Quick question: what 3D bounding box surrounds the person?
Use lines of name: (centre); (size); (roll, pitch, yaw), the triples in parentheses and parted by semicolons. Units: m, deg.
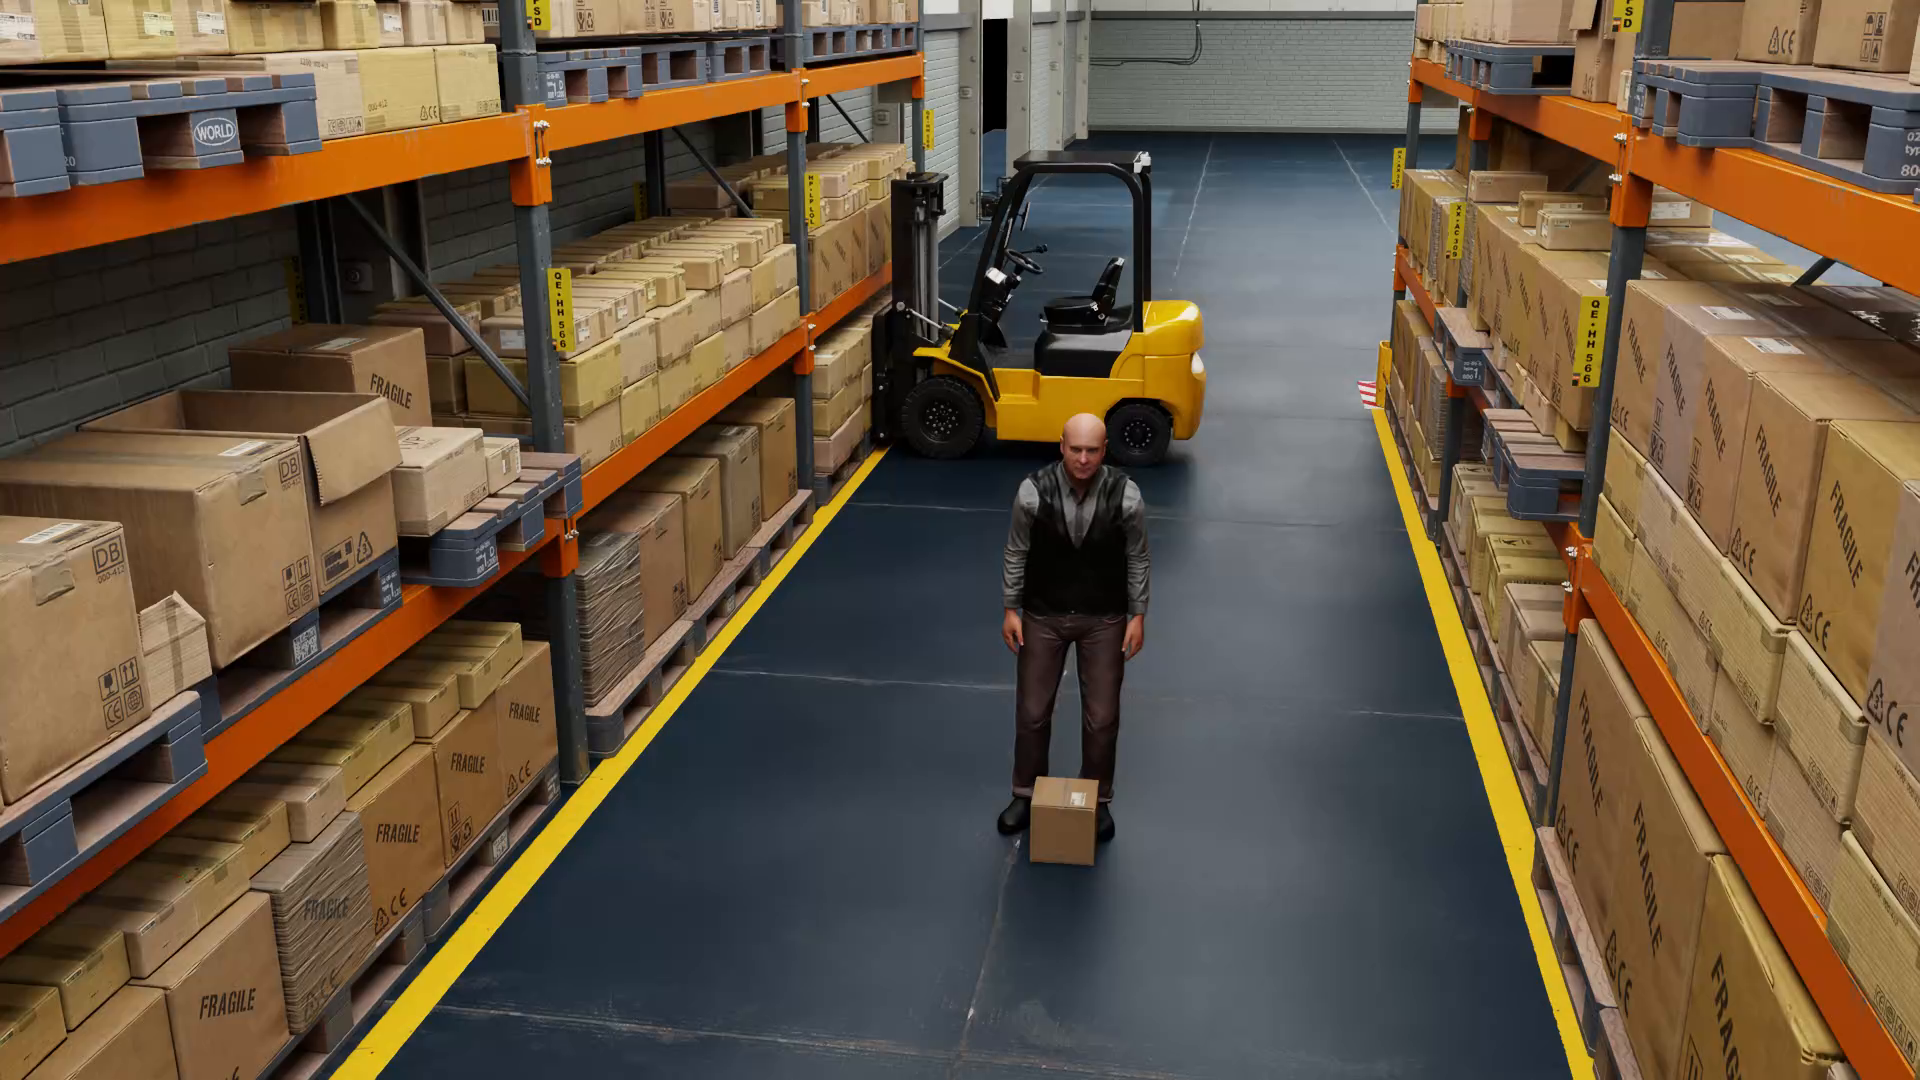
person: (0.453, 0.321, 6.592); (0.584, 1.719, 0.426); (2, 18, 6)
